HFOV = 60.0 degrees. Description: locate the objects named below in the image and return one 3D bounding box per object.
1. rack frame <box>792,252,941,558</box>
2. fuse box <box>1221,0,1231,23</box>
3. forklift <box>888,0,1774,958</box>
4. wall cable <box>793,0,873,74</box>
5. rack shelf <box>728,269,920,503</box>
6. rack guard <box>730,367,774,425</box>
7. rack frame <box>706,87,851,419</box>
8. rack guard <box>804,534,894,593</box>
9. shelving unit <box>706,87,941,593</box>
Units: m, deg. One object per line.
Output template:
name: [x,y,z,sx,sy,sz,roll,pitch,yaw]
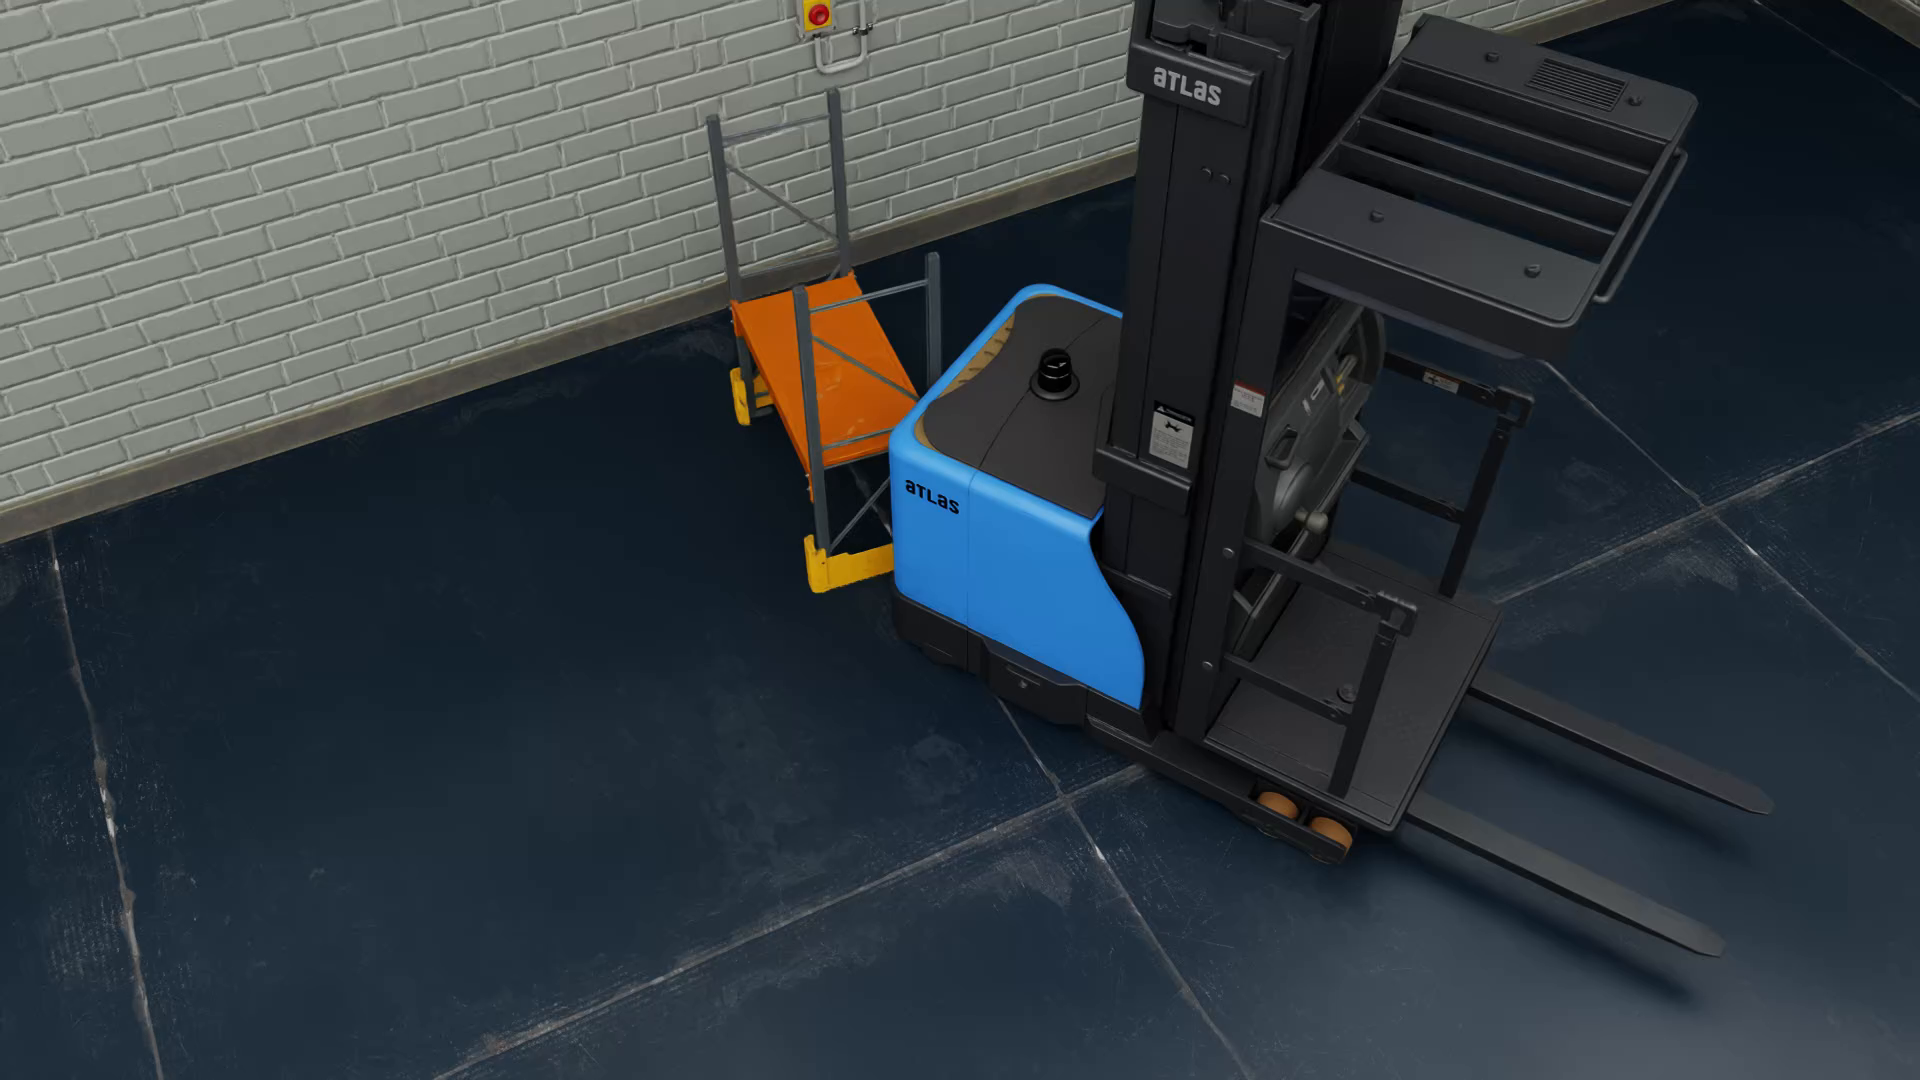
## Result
rack frame: [-0.303,-0.378,5.977,0.500,1.500,0.032,-17,51,-14]
fuse box: [1.333,-2.395,7.601,0.539,1.711,0.414,-21,52,-18]
forklift: [1.269,-0.324,4.979,3.031,2.935,1.130,25,53,20]
wall cable: [-0.602,-2.538,6.174,0.585,1.953,0.123,-21,52,-18]
rack shelf: [-0.490,-0.615,6.423,0.538,0.185,1.000,-17,51,-14]
rack guard: [-0.676,-0.677,7.069,0.587,0.250,0.087,-17,51,-14]
rack frame: [-0.677,-1.090,6.599,0.500,1.500,0.032,-17,51,-14]
rack guard: [-0.310,0.020,6.459,0.587,0.250,0.087,-17,51,-14]
shelving unit: [-0.493,-0.740,6.294,0.587,1.500,1.083,-17,51,-14]
